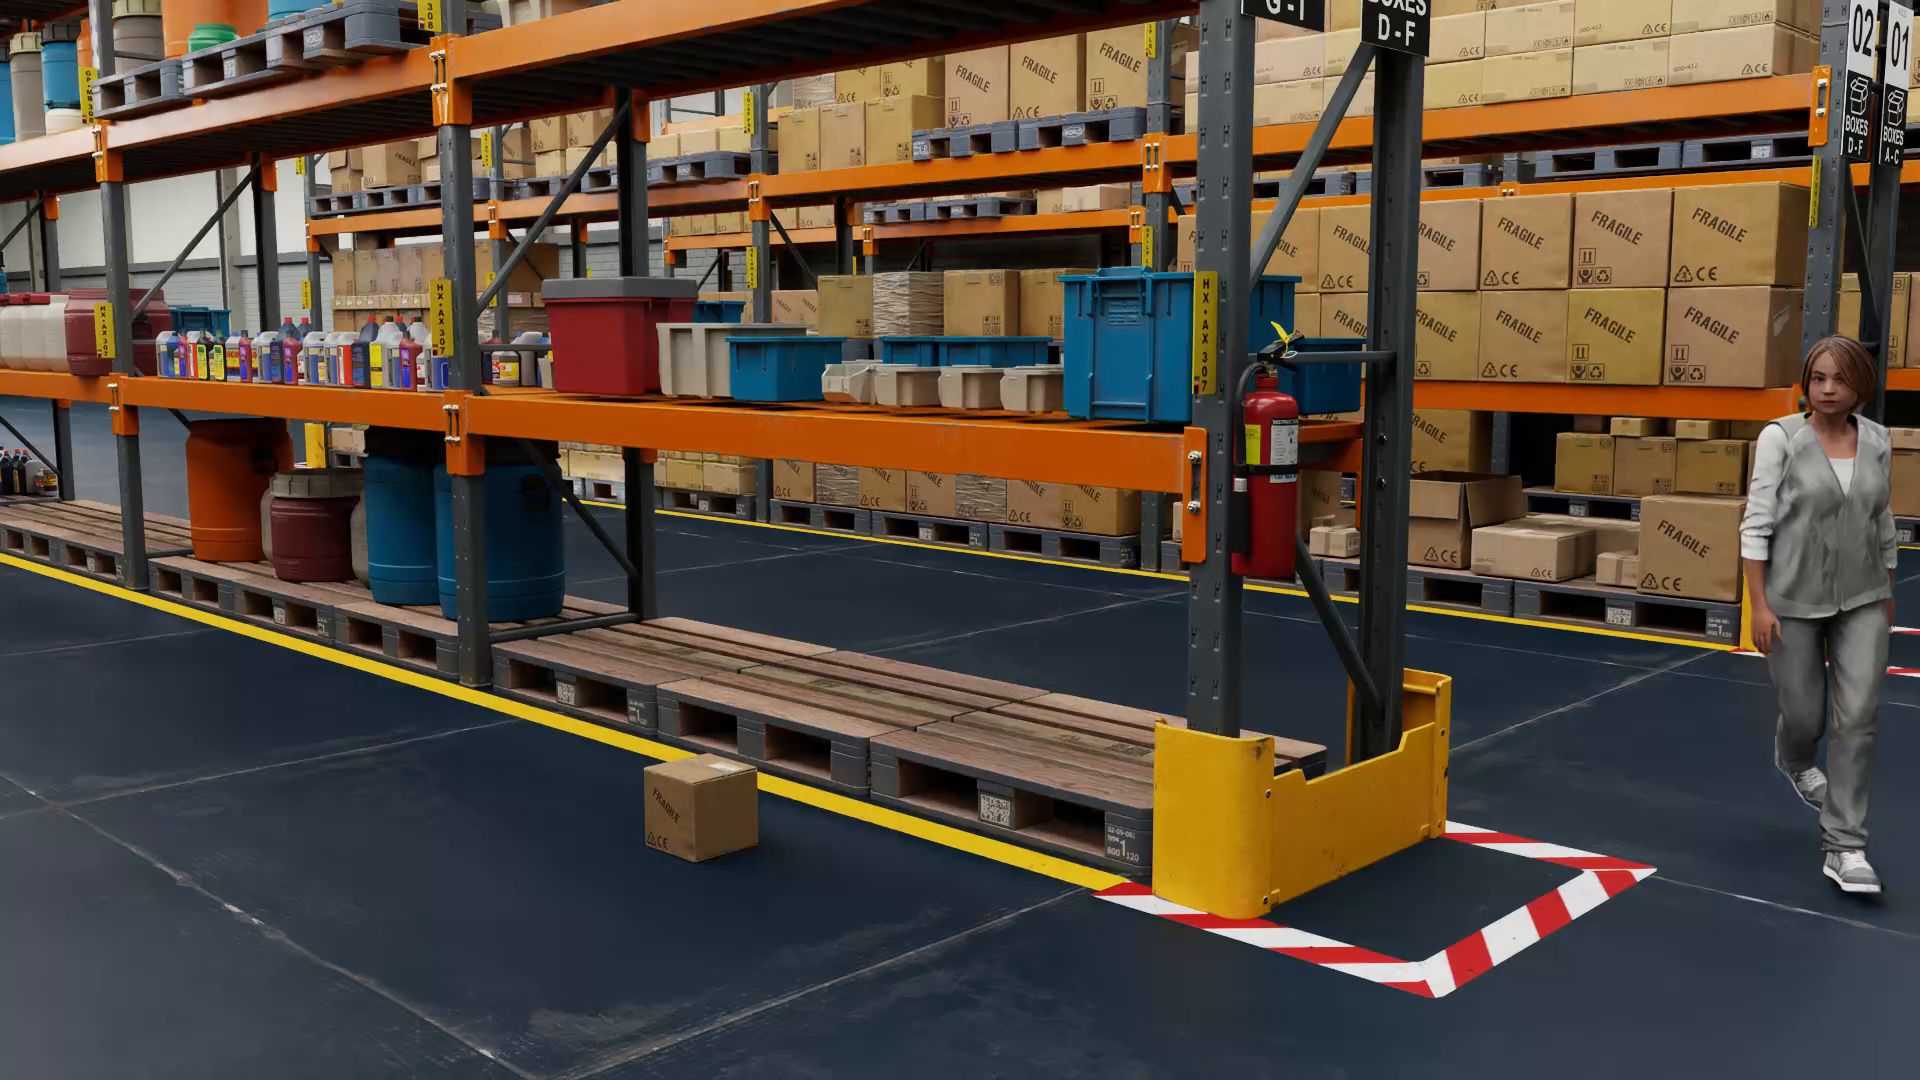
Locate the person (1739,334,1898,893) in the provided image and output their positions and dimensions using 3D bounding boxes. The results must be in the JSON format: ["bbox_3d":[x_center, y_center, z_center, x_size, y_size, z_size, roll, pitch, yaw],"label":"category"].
[{"bbox_3d":[2.511,0.180,4.886,0.494,1.559,0.760,1,7,9],"label":"person"}]
